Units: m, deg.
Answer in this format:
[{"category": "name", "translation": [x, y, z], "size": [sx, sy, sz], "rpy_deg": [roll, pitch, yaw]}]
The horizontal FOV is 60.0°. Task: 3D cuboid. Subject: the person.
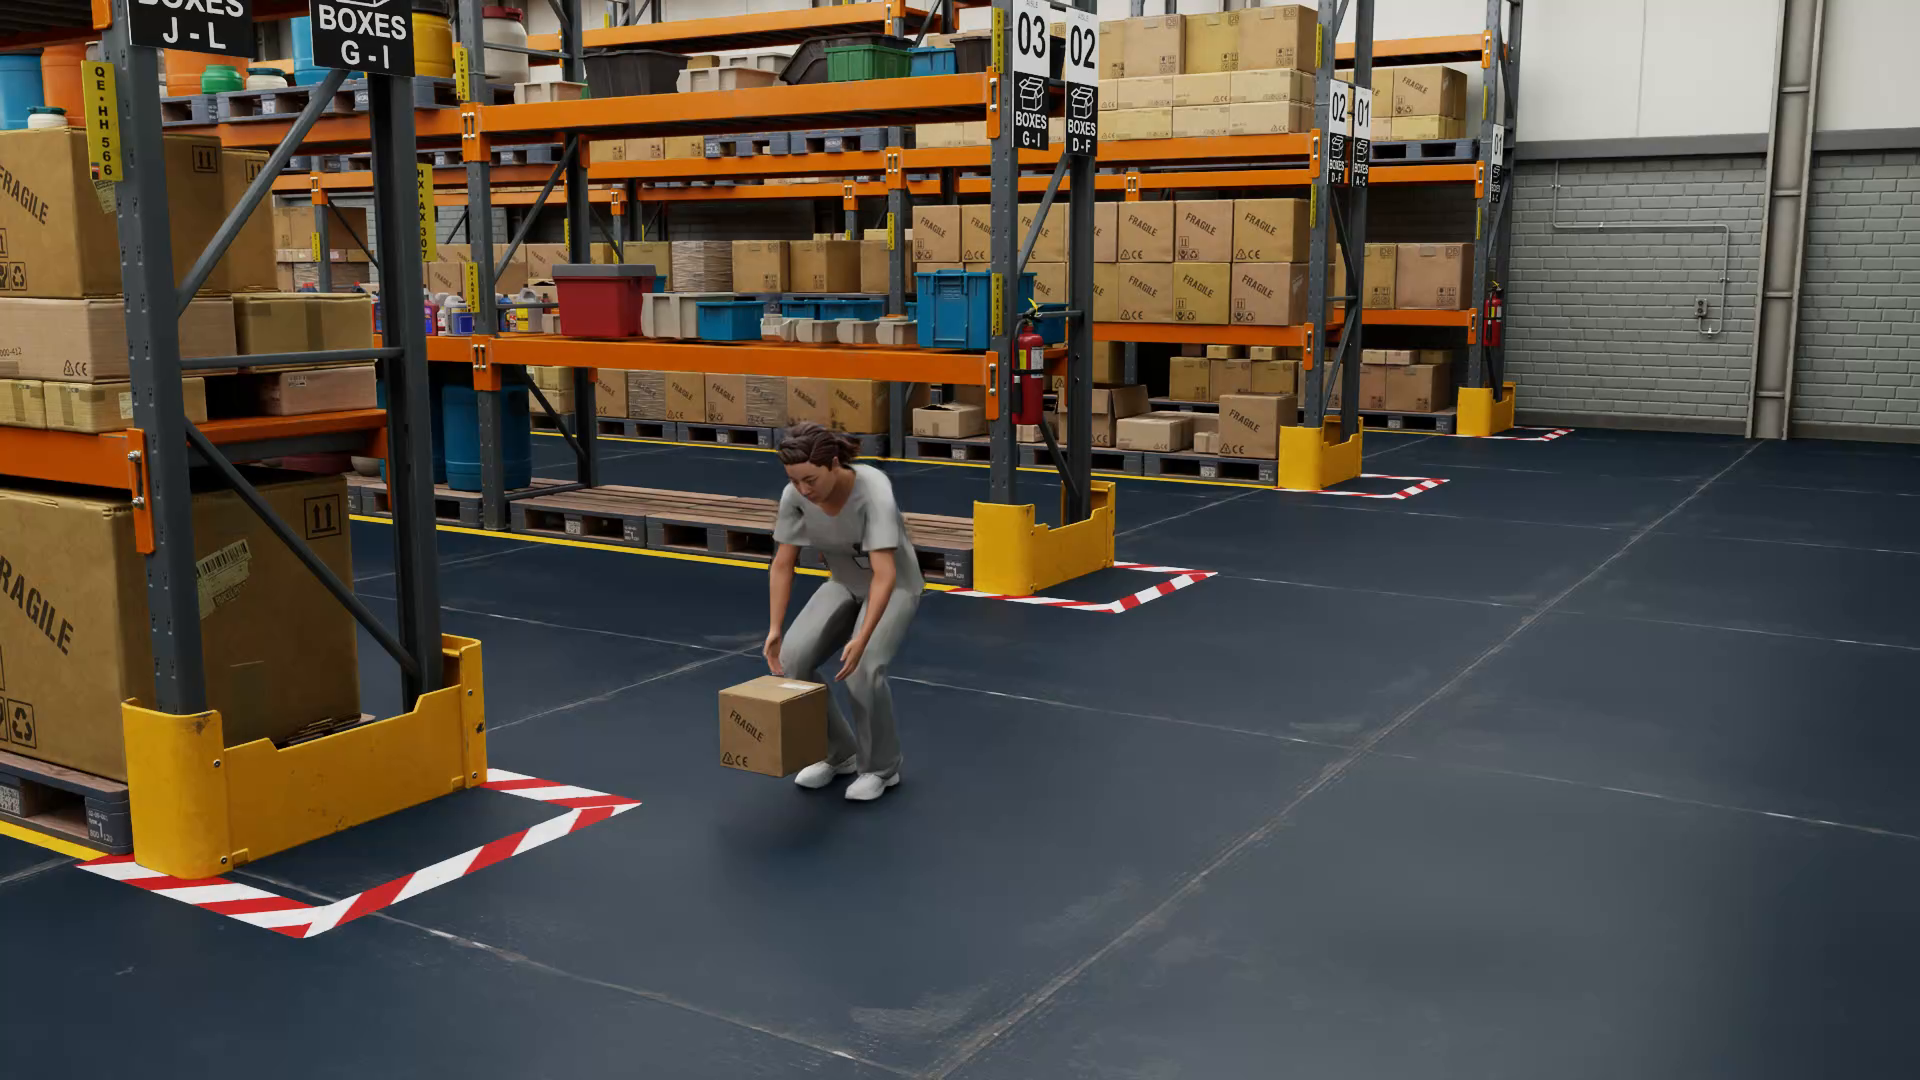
[{"category": "person", "translation": [-0.373, 0.227, 5.668], "size": [0.492, 1.306, 0.680], "rpy_deg": [6, 11, 31]}]
